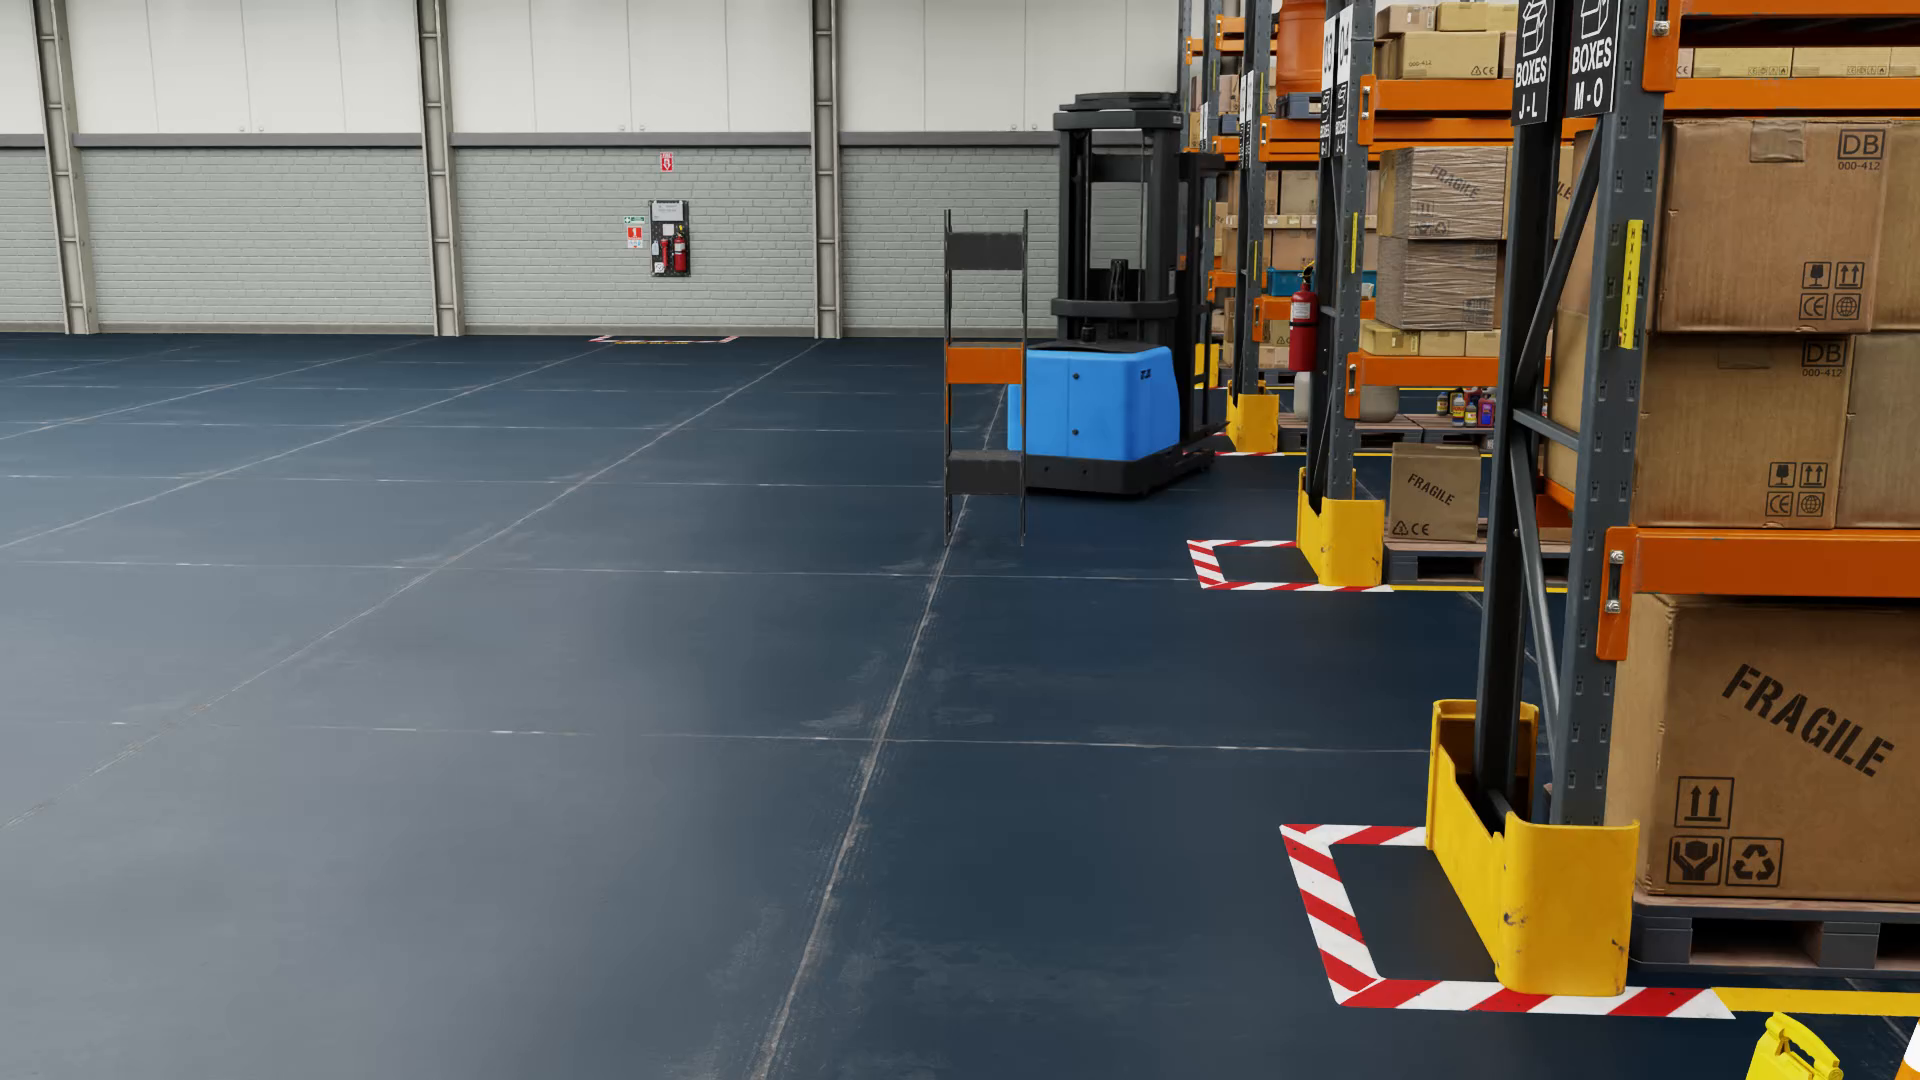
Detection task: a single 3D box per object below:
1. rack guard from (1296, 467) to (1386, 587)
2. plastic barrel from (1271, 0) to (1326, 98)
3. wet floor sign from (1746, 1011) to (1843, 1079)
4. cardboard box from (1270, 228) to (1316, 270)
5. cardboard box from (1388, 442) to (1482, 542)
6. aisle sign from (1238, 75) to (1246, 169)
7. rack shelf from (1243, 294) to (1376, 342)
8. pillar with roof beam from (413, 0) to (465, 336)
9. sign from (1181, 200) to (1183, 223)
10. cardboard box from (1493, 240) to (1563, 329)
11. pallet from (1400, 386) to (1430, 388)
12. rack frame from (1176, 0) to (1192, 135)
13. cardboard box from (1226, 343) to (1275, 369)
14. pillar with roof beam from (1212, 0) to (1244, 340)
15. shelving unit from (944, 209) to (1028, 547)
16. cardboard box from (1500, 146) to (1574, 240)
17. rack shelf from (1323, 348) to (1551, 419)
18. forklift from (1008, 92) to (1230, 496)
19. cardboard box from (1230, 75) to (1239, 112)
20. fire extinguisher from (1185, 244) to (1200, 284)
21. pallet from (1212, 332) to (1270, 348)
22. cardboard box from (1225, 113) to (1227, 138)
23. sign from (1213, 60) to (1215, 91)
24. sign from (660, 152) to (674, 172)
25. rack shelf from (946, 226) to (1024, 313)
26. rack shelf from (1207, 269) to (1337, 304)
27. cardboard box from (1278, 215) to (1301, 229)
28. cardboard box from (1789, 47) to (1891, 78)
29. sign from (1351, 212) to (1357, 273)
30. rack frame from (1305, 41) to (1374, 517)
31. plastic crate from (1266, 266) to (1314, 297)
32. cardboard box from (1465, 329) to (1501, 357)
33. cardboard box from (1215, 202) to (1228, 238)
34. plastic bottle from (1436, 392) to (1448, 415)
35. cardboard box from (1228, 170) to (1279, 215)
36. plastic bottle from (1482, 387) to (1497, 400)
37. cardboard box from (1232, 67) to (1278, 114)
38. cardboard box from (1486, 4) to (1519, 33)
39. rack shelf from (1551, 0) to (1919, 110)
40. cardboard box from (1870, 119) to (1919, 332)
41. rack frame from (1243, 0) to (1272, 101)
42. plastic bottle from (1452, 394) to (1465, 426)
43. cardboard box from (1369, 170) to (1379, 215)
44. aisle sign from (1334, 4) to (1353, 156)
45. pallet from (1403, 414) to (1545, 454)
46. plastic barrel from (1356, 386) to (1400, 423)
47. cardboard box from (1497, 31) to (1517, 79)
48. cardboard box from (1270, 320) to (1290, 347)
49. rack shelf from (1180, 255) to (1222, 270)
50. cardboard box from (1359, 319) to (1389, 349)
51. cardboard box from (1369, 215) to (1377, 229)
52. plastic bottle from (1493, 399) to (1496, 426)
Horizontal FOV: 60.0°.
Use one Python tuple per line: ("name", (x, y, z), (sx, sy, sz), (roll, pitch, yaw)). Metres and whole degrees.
("rack guard", (2.278, -0.097, 10.011), (0.348, 0.500, 1.175), (1, 12, 4))
("plastic barrel", (3.027, -4.237, 14.296), (0.708, 0.830, 0.600), (1, 12, 4))
("wet floor sign", (1.609, 1.247, 3.232), (0.232, 0.644, 0.267), (-1, 12, -6))
("cardboard box", (3.857, -3.379, 19.352), (0.500, 0.500, 0.700), (1, 12, 5))
("cardboard box", (2.824, -0.292, 9.916), (0.500, 0.500, 0.500), (3, 12, 14))
("aisle sign", (2.481, -3.668, 14.626), (0.004, 0.787, 0.394), (1, 12, 4))
("rack shelf", (4.529, -1.954, 14.541), (4.000, 0.370, 1.077), (1, 12, 4))
("pillar with roof beam", (-8.309, -6.746, 21.038), (0.400, 9.000, 9.100), (1, 12, 4))
("sign", (3.159, -4.670, 23.655), (0.005, 0.325, 0.100), (1, 12, 4))
("cardboard box", (3.256, -1.521, 9.741), (0.500, 0.500, 0.875), (1, 12, 4))
("pallet", (4.848, -1.961, 19.629), (1.213, 0.211, 1.003), (1, 12, 4))
("rack frame", (3.195, -7.294, 23.659), (0.127, 3.000, 1.000), (1, 12, 4))
("cardboard box", (3.388, -2.152, 19.421), (0.500, 0.250, 0.500), (1, 12, 4))
("pillar with roof beam", (3.664, -6.582, 20.254), (0.400, 9.000, 9.100), (1, 12, 4))
("shelving unit", (0.165, -1.025, 10.542), (0.503, 2.100, 0.431), (1, 12, 4))
("cardboard box", (3.231, -1.934, 9.276), (0.500, 0.500, 0.500), (1, 12, 4))
("rack shelf", (4.198, -0.942, 9.703), (4.000, 0.370, 1.077), (1, 12, 4))
("forklift", (1.429, -2.013, 13.231), (1.130, 2.935, 3.031), (6, 13, 25))
("cardboard box", (4.061, -6.302, 23.507), (0.500, 0.500, 0.500), (1, 12, 3))
("fire extinguisher", (2.781, -3.404, 19.904), (0.183, 0.674, 0.296), (1, 12, 4))
("pallet", (4.080, -2.973, 24.466), (1.213, 0.211, 1.003), (1, 12, 4))
("cardboard box", (3.629, -5.930, 24.174), (0.500, 0.500, 0.500), (2, 12, 8))
("sign", (2.825, -5.167, 18.489), (0.005, 0.325, 0.100), (1, 12, 4))
("sign", (-4.499, -5.803, 25.524), (0.199, 0.298, 0.001), (1, 12, 4))
("rack shelf", (0.165, -1.697, 10.402), (0.480, 0.518, 0.431), (1, 12, 4))
("rack shelf", (4.864, -2.966, 19.378), (4.000, 0.370, 1.077), (1, 12, 4))
("cardboard box", (3.758, -3.656, 19.090), (0.250, 0.149, 0.380), (1, 12, 4))
("cardboard box", (4.692, -2.630, 9.054), (0.500, 0.250, 0.500), (1, 12, 3))
("sign", (2.166, -1.635, 9.142), (0.005, 0.325, 0.100), (1, 12, 4))
("rack frame", (2.202, -1.322, 9.760), (0.127, 3.000, 1.000), (1, 12, 4))
("plastic crate", (3.053, -2.315, 14.872), (0.616, 0.251, 0.499), (1, 12, 4))
("cardboard box", (2.968, -1.132, 9.469), (0.250, 0.149, 0.380), (1, 12, 4))
("cardboard box", (3.652, -4.593, 23.885), (0.500, 0.500, 0.500), (1, 12, 4))
("plastic bottle", (4.395, -1.244, 15.147), (0.097, 0.201, 0.097), (0, 12, 0))
("cardboard box", (3.386, -4.020, 19.245), (0.500, 0.500, 0.700), (1, 12, 4))
("plastic bottle", (4.783, -1.269, 15.087), (0.135, 0.276, 0.152), (0, 12, 2))
("cardboard box", (3.441, -5.130, 19.018), (0.637, 0.503, 0.797), (2, 12, 8))
("cardboard box", (2.974, -2.859, 9.176), (0.250, 0.149, 0.380), (1, 12, 3))
("rack shelf", (3.766, -1.399, 4.559), (4.000, 0.370, 1.077), (1, 12, 4))
("cardboard box", (2.693, -0.910, 4.789), (0.550, 0.550, 0.875), (1, 12, 4))
("rack frame", (2.533, -5.270, 13.983), (0.127, 3.000, 1.000), (1, 12, 4))
("plastic bottle", (4.322, -1.125, 14.409), (0.097, 0.271, 0.097), (0, 12, 0))
("cardboard box", (4.914, -4.000, 19.152), (0.500, 0.500, 0.700), (1, 12, 4))
("aisle sign", (2.121, -2.534, 9.205), (0.004, 0.787, 0.394), (1, 12, 4))
("pallet", (4.637, -0.948, 14.783), (1.213, 0.211, 1.003), (1, 12, 4))
("plastic barrel", (3.695, -1.321, 14.808), (0.421, 0.512, 0.421), (0, 12, 0))
("cardboard box", (3.181, -2.651, 9.157), (0.500, 0.250, 0.500), (1, 12, 2))
("cardboard box", (3.887, -2.513, 19.314), (0.500, 0.500, 0.500), (1, 12, 4))
("rack shelf", (5.191, -3.978, 24.216), (4.000, 0.370, 1.077), (1, 12, 4))
("cardboard box", (2.501, -1.237, 9.969), (0.250, 0.149, 0.380), (1, 12, 4))
("cardboard box", (4.779, -3.641, 19.021), (0.250, 0.149, 0.380), (1, 12, 4))
("plastic bottle", (4.664, -1.120, 14.387), (0.097, 0.271, 0.097), (0, 12, 0))
